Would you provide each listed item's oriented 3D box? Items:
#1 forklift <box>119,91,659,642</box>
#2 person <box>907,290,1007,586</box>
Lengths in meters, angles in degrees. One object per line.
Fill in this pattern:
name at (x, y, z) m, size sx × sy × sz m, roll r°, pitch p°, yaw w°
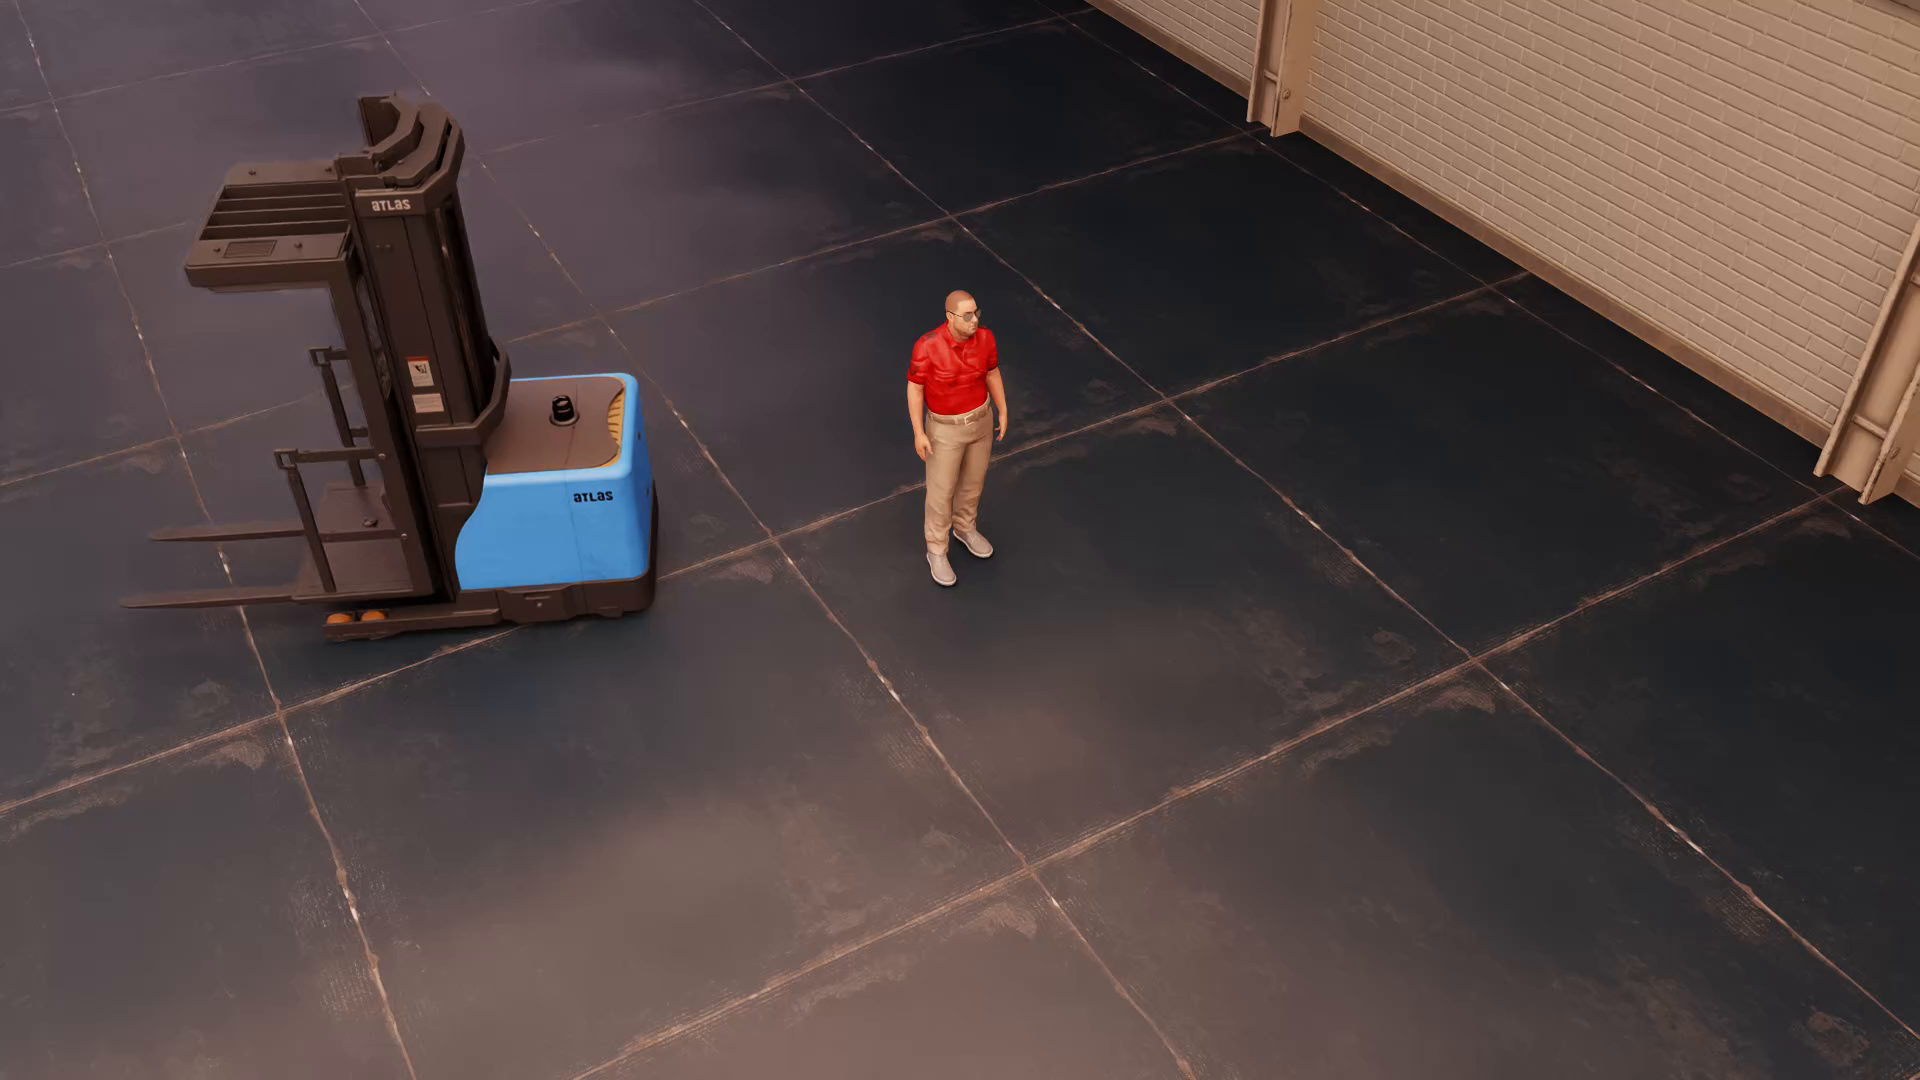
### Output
forklift at (-3.355, -0.896, 9.116) m, size 3.031 × 2.935 × 1.130 m, roll -4°, pitch 40°, yaw -5°
person at (0.034, -0.617, 9.711) m, size 0.640 × 1.727 × 0.551 m, roll -20°, pitch 44°, yaw -23°
